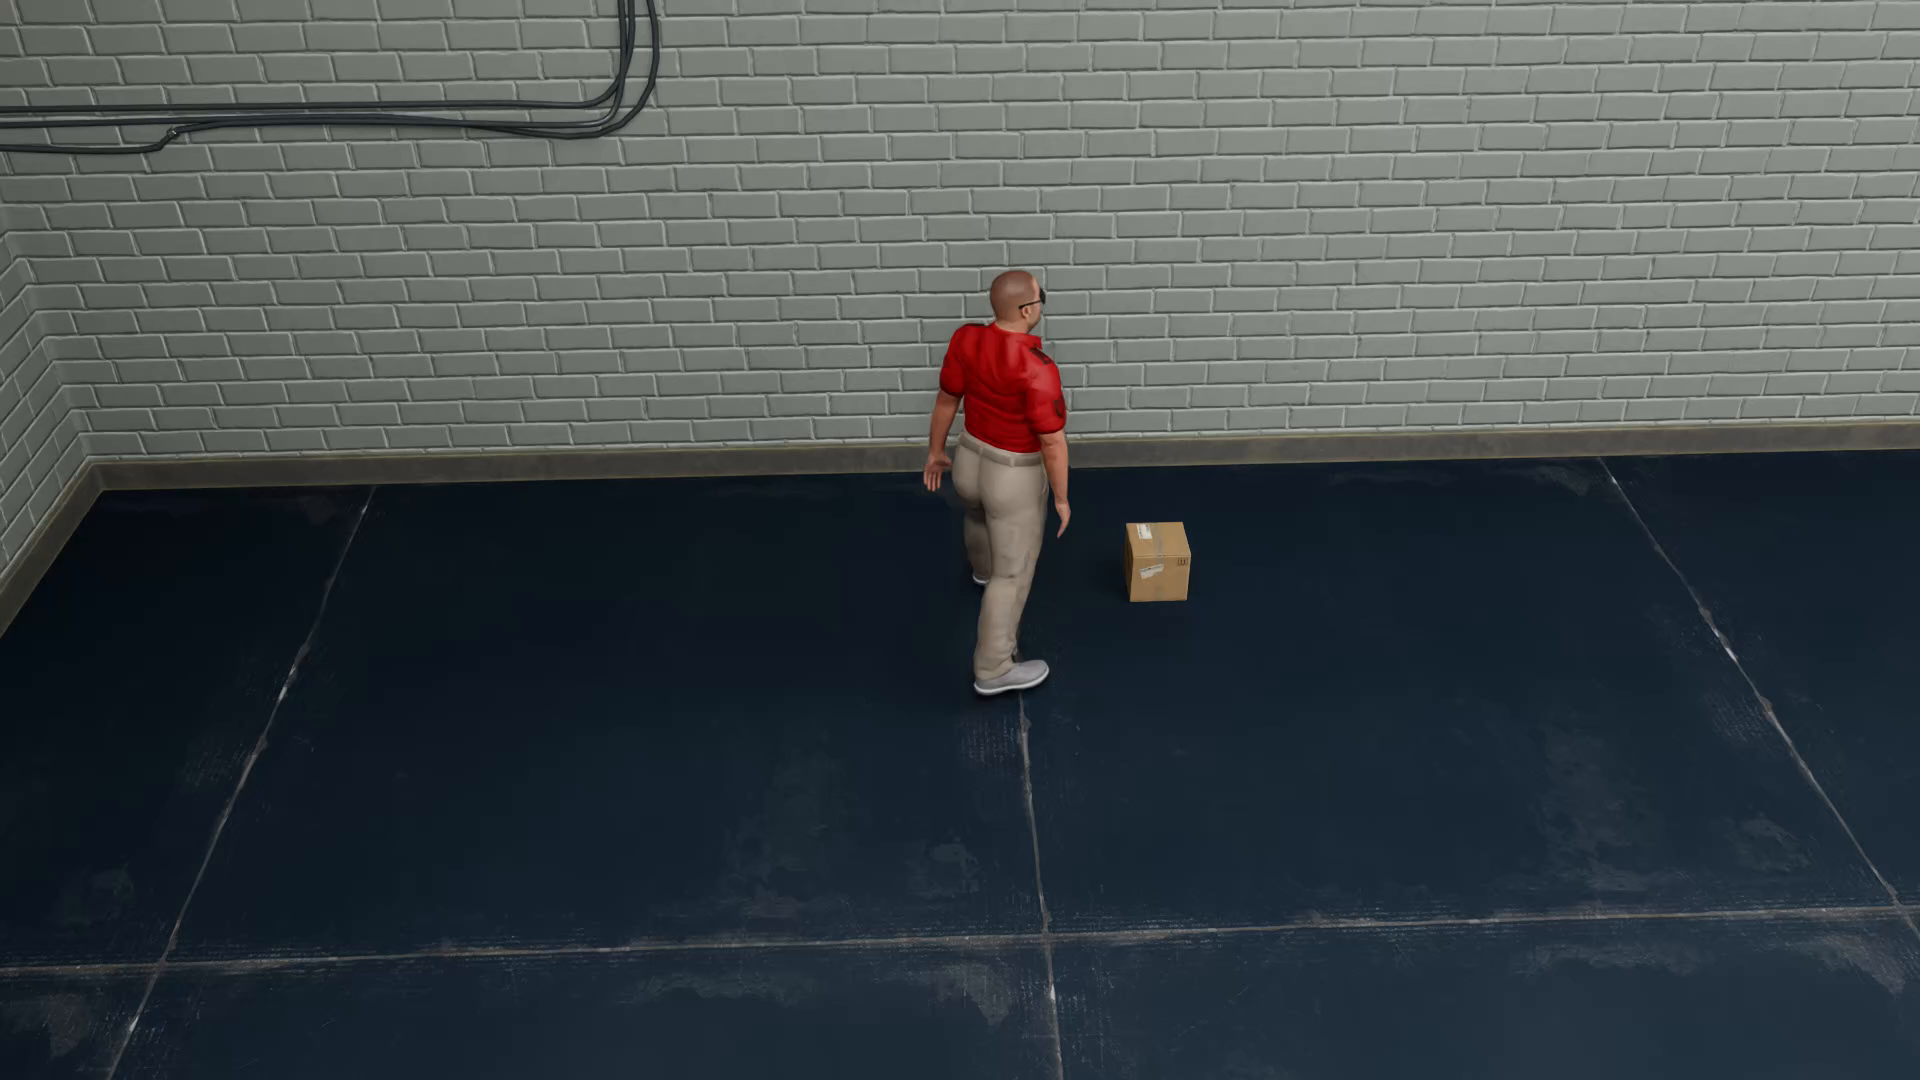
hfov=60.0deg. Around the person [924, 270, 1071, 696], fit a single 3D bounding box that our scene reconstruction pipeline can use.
[{"bbox_3d":[0.191,-0.329,6.624,0.767,1.688,0.841,29,44,35],"label":"person"}]
